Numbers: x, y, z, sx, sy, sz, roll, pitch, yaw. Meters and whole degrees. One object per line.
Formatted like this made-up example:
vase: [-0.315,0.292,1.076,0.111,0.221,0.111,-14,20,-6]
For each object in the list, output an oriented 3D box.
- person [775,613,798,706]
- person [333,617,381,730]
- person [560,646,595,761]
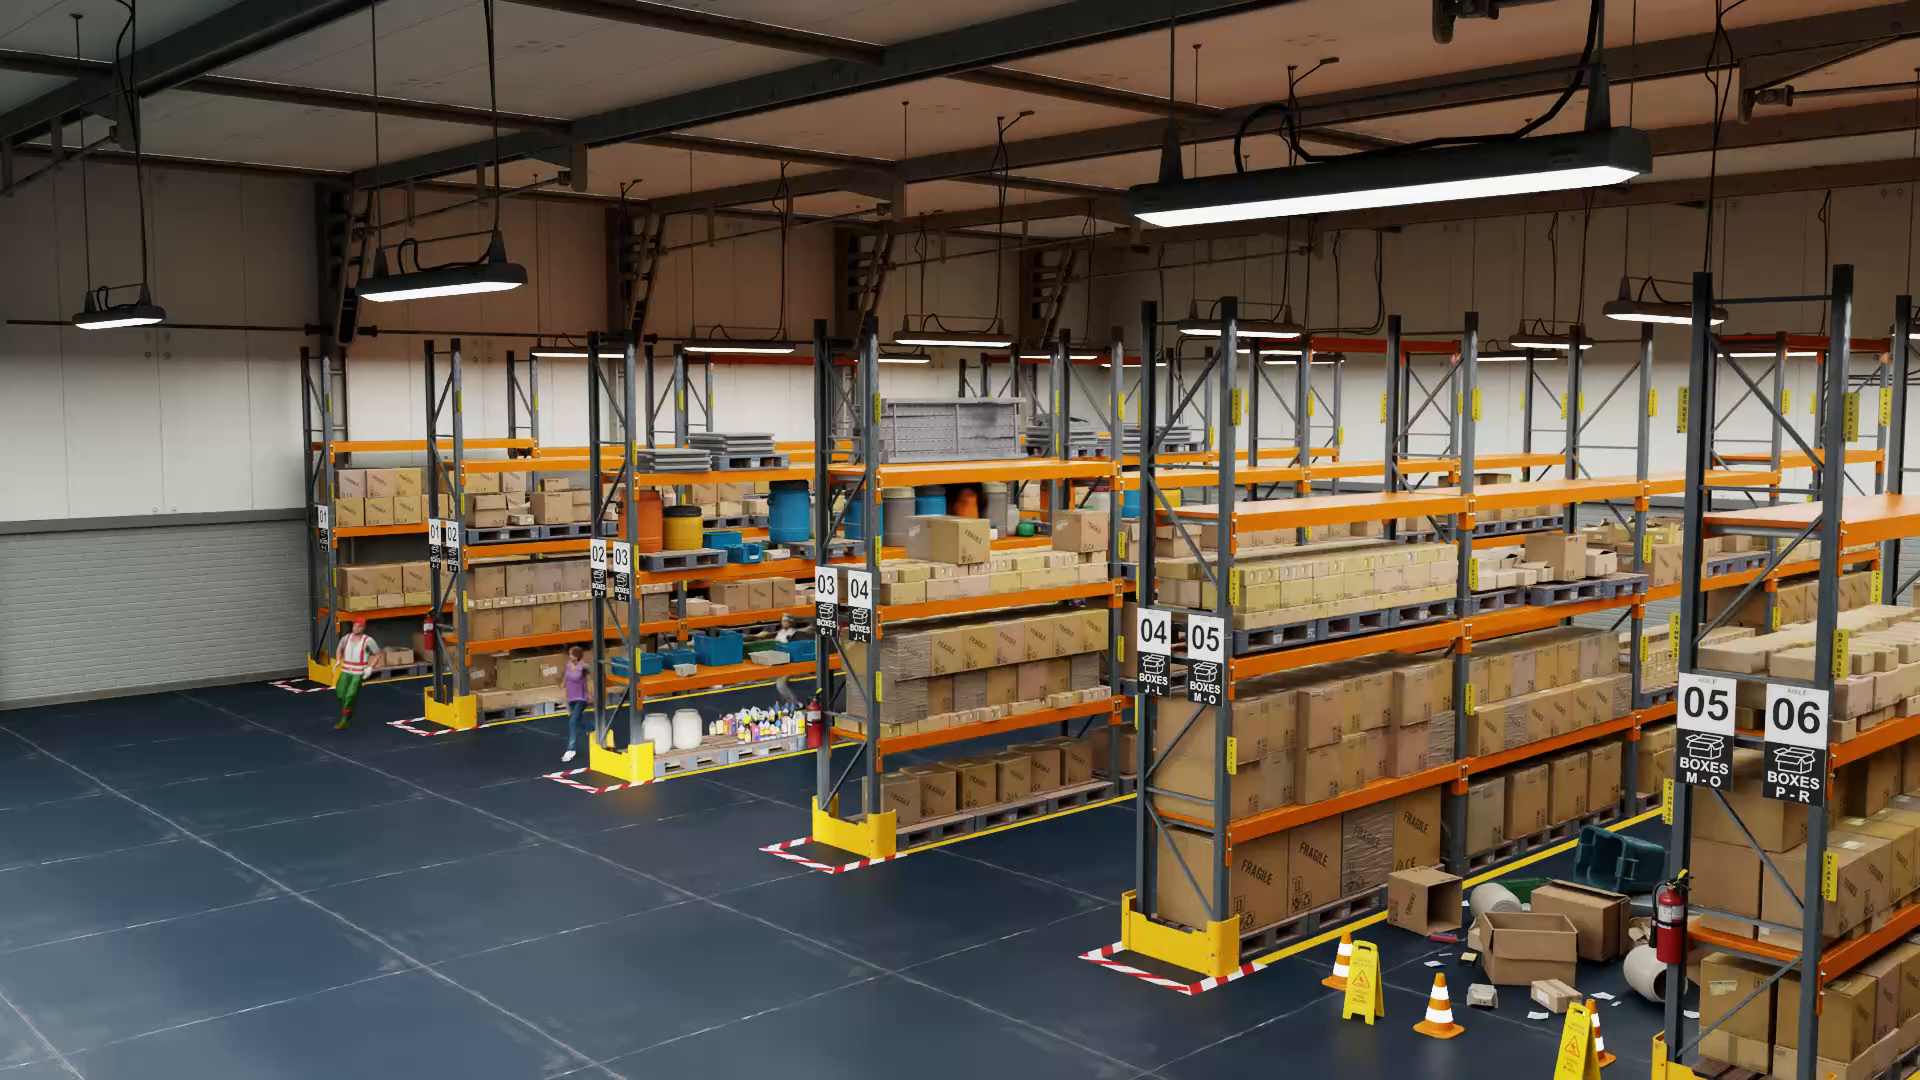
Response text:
person: [-2.785,1.999,26.483,0.619,1.695,0.595,-5,7,-42]
person: [-9.334,2.048,25.761,0.714,1.723,0.619,0,5,3]
person: [-5.423,2.294,23.728,0.572,1.601,0.817,3,6,34]
